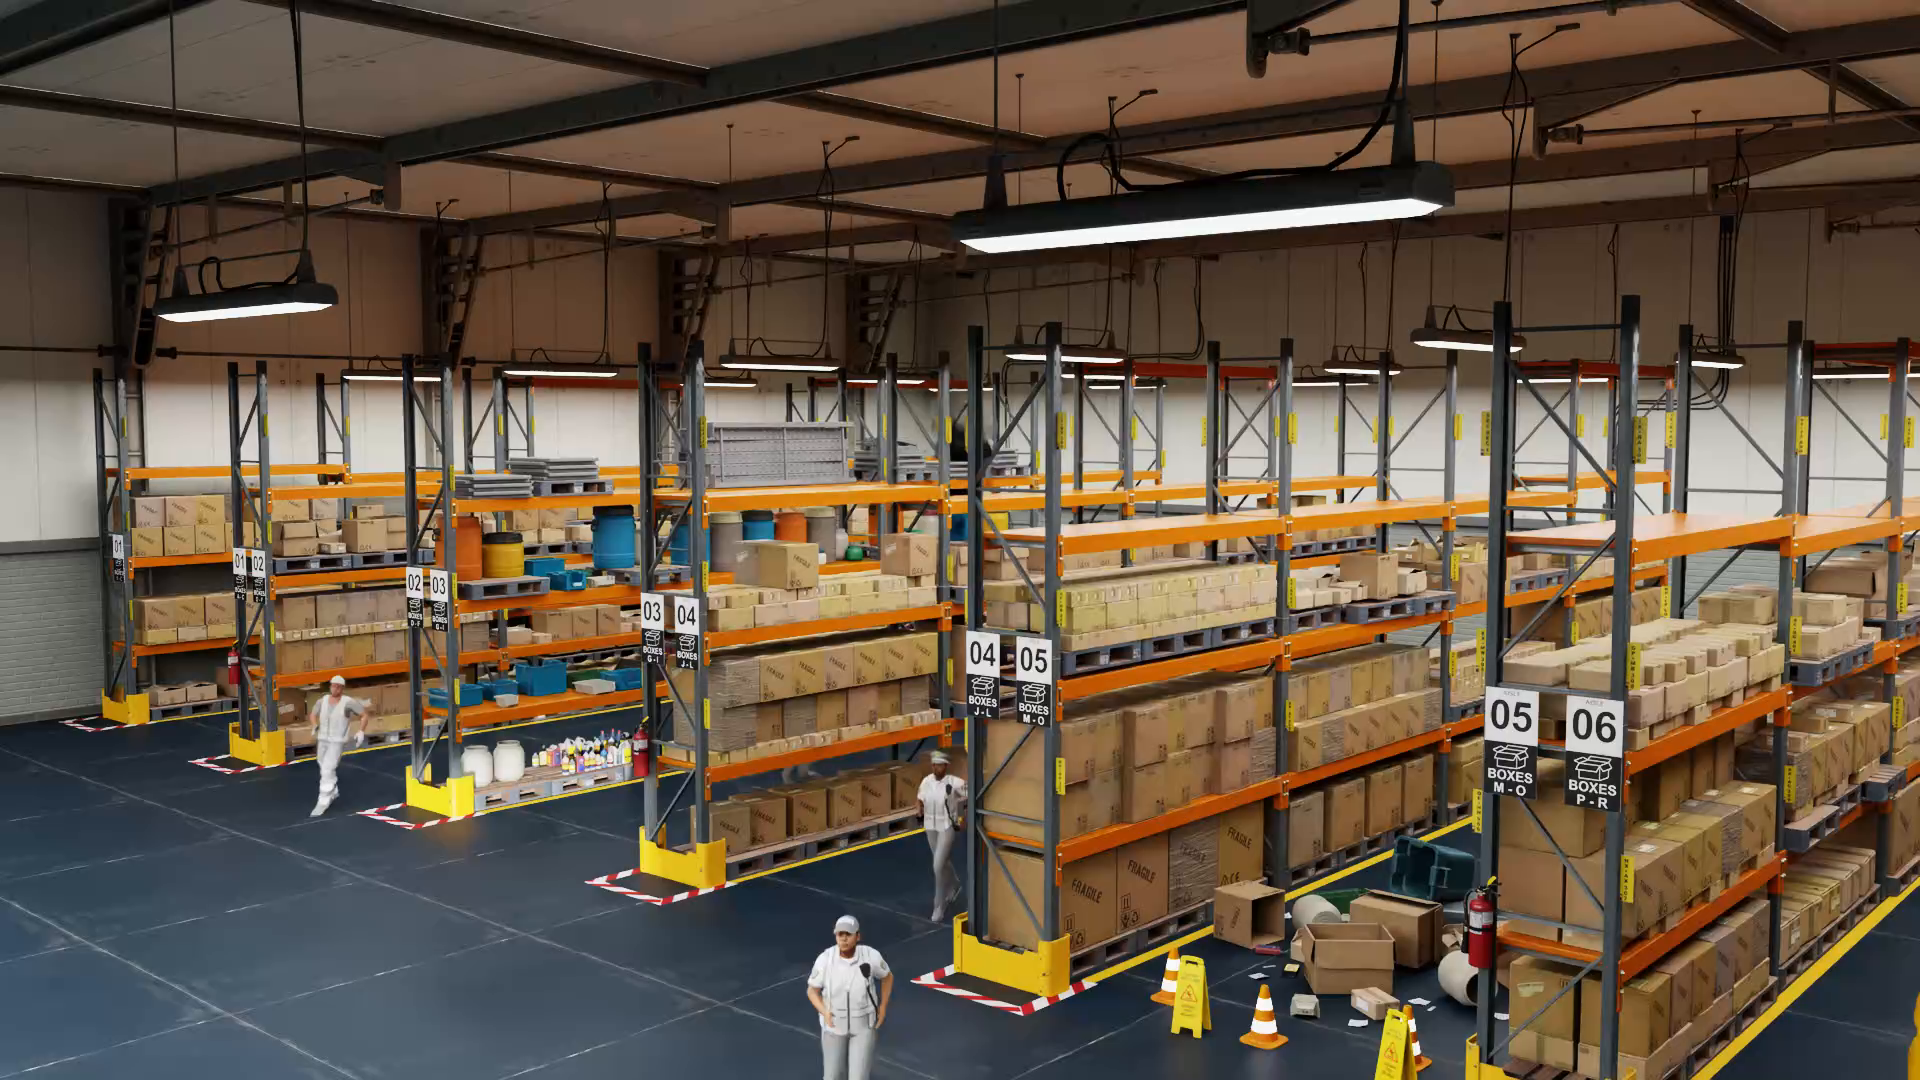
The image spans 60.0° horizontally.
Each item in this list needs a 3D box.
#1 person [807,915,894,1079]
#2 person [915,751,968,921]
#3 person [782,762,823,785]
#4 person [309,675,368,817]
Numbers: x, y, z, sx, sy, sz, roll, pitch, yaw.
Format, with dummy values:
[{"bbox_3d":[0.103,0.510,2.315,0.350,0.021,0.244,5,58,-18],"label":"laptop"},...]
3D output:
[{"bbox_3d":[-0.794,3.481,11.887,0.591,1.670,0.838,0,4,-1],"label":"person"},{"bbox_3d":[-0.189,3.051,17.384,0.559,1.754,0.768,3,5,31],"label":"person"},{"bbox_3d":[-2.115,2.710,22.050,0.626,1.662,0.766,4,5,40],"label":"person"},{"bbox_3d":[-8.186,2.673,21.807,0.730,1.820,0.731,1,4,12],"label":"person"}]
